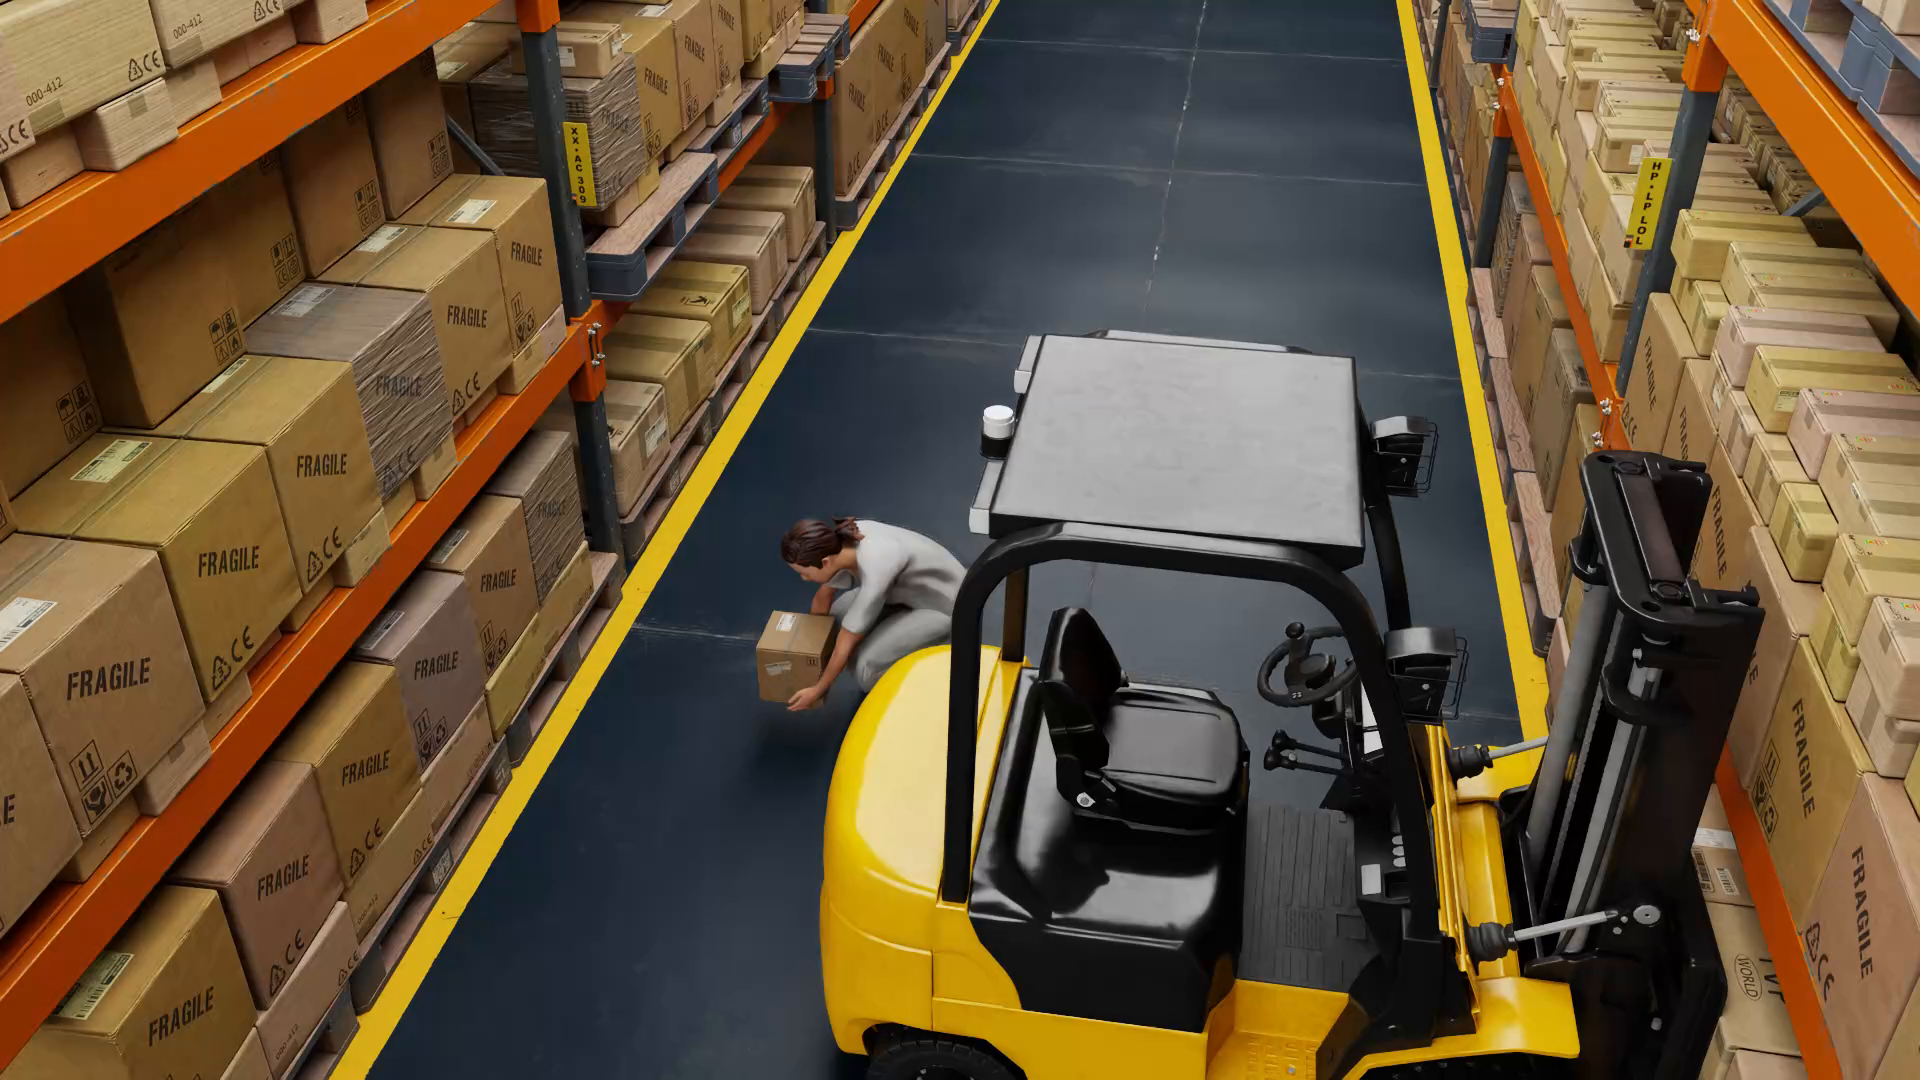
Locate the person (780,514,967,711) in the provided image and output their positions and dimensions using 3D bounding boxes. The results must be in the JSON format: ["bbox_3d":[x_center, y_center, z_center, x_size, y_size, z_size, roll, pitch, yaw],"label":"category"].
[{"bbox_3d":[-0.319,0.274,6.372,0.797,0.966,0.487,-11,34,-16],"label":"person"}]
